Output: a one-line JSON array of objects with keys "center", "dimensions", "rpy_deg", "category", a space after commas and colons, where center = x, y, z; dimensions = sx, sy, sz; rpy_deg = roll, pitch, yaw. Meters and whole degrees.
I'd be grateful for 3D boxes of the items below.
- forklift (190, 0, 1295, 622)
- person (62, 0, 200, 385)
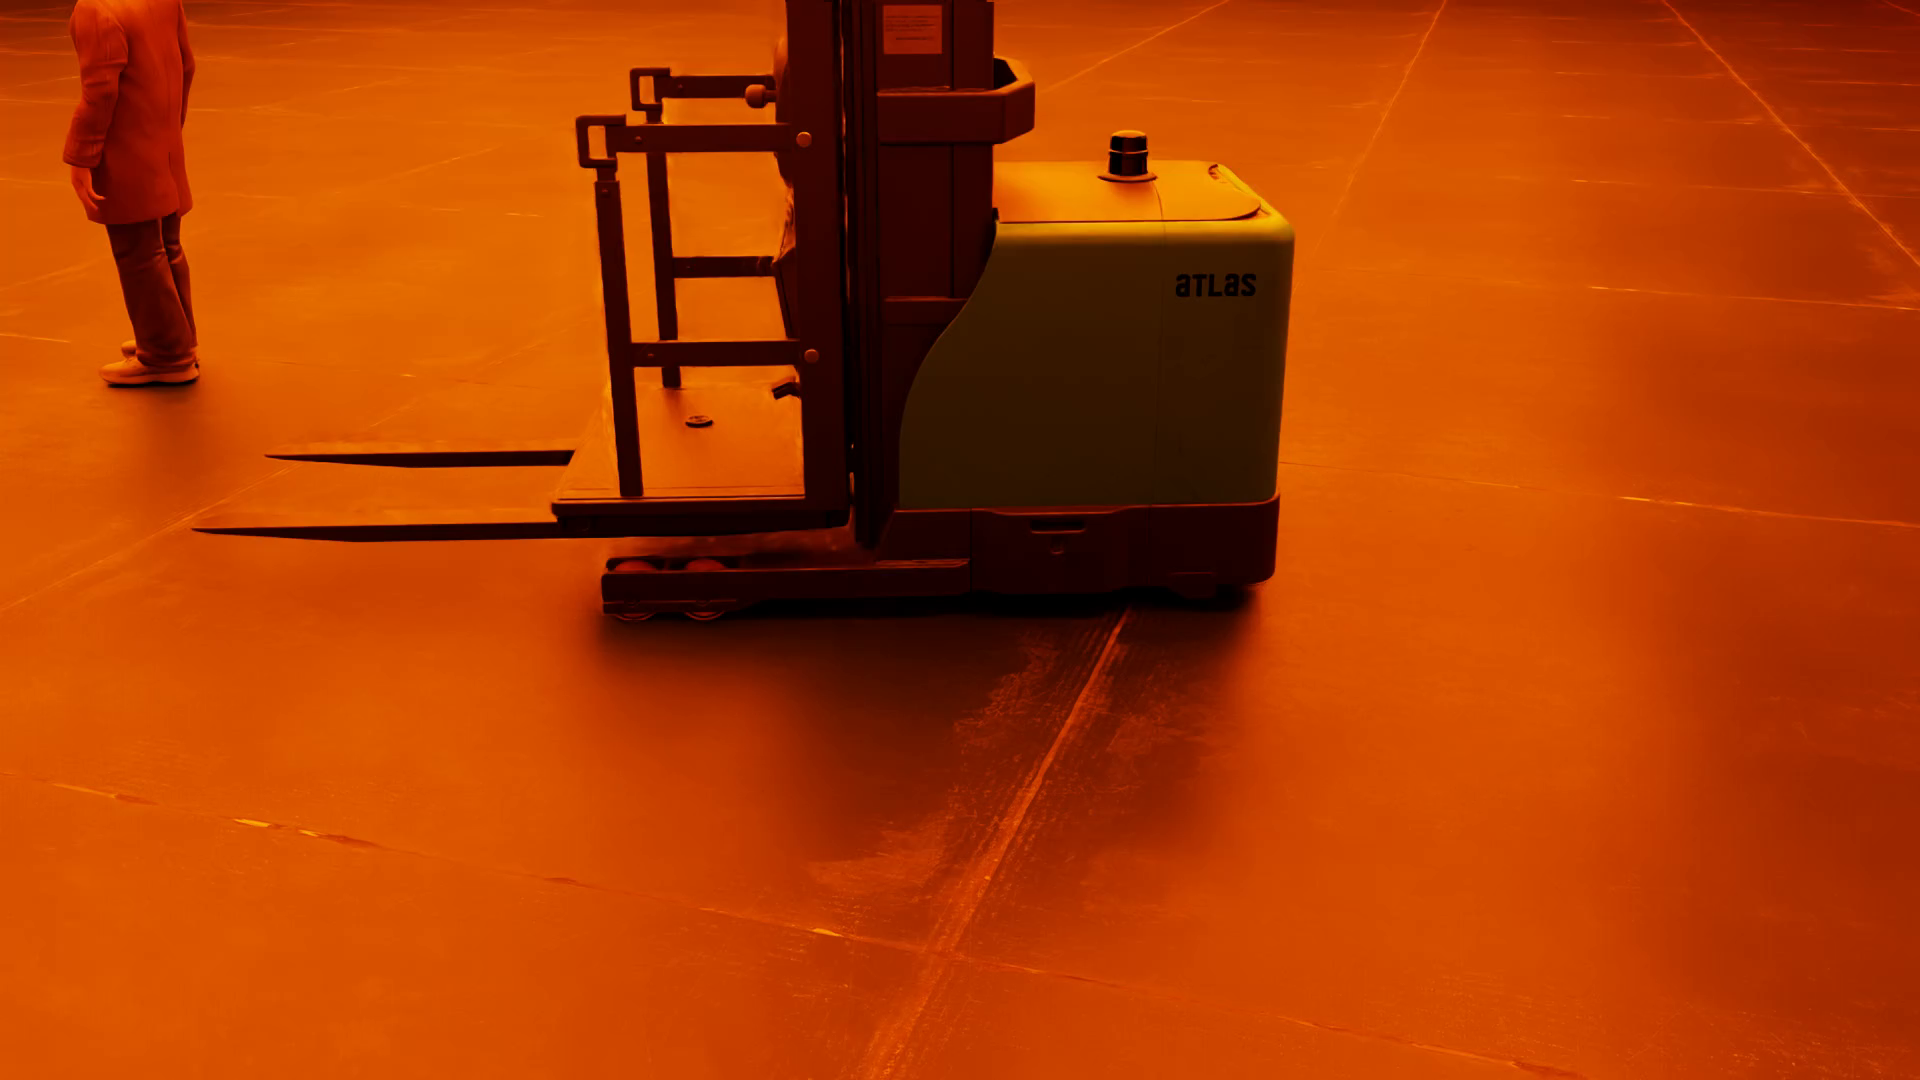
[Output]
[{"center": [-0.643, -1.337, 4.518], "dimensions": [3.031, 2.935, 1.130], "rpy_deg": [-1, 22, -3], "category": "forklift"}, {"center": [-3.233, -1.468, 6.329], "dimensions": [0.580, 1.777, 0.694], "rpy_deg": [2, 23, 6], "category": "person"}]
